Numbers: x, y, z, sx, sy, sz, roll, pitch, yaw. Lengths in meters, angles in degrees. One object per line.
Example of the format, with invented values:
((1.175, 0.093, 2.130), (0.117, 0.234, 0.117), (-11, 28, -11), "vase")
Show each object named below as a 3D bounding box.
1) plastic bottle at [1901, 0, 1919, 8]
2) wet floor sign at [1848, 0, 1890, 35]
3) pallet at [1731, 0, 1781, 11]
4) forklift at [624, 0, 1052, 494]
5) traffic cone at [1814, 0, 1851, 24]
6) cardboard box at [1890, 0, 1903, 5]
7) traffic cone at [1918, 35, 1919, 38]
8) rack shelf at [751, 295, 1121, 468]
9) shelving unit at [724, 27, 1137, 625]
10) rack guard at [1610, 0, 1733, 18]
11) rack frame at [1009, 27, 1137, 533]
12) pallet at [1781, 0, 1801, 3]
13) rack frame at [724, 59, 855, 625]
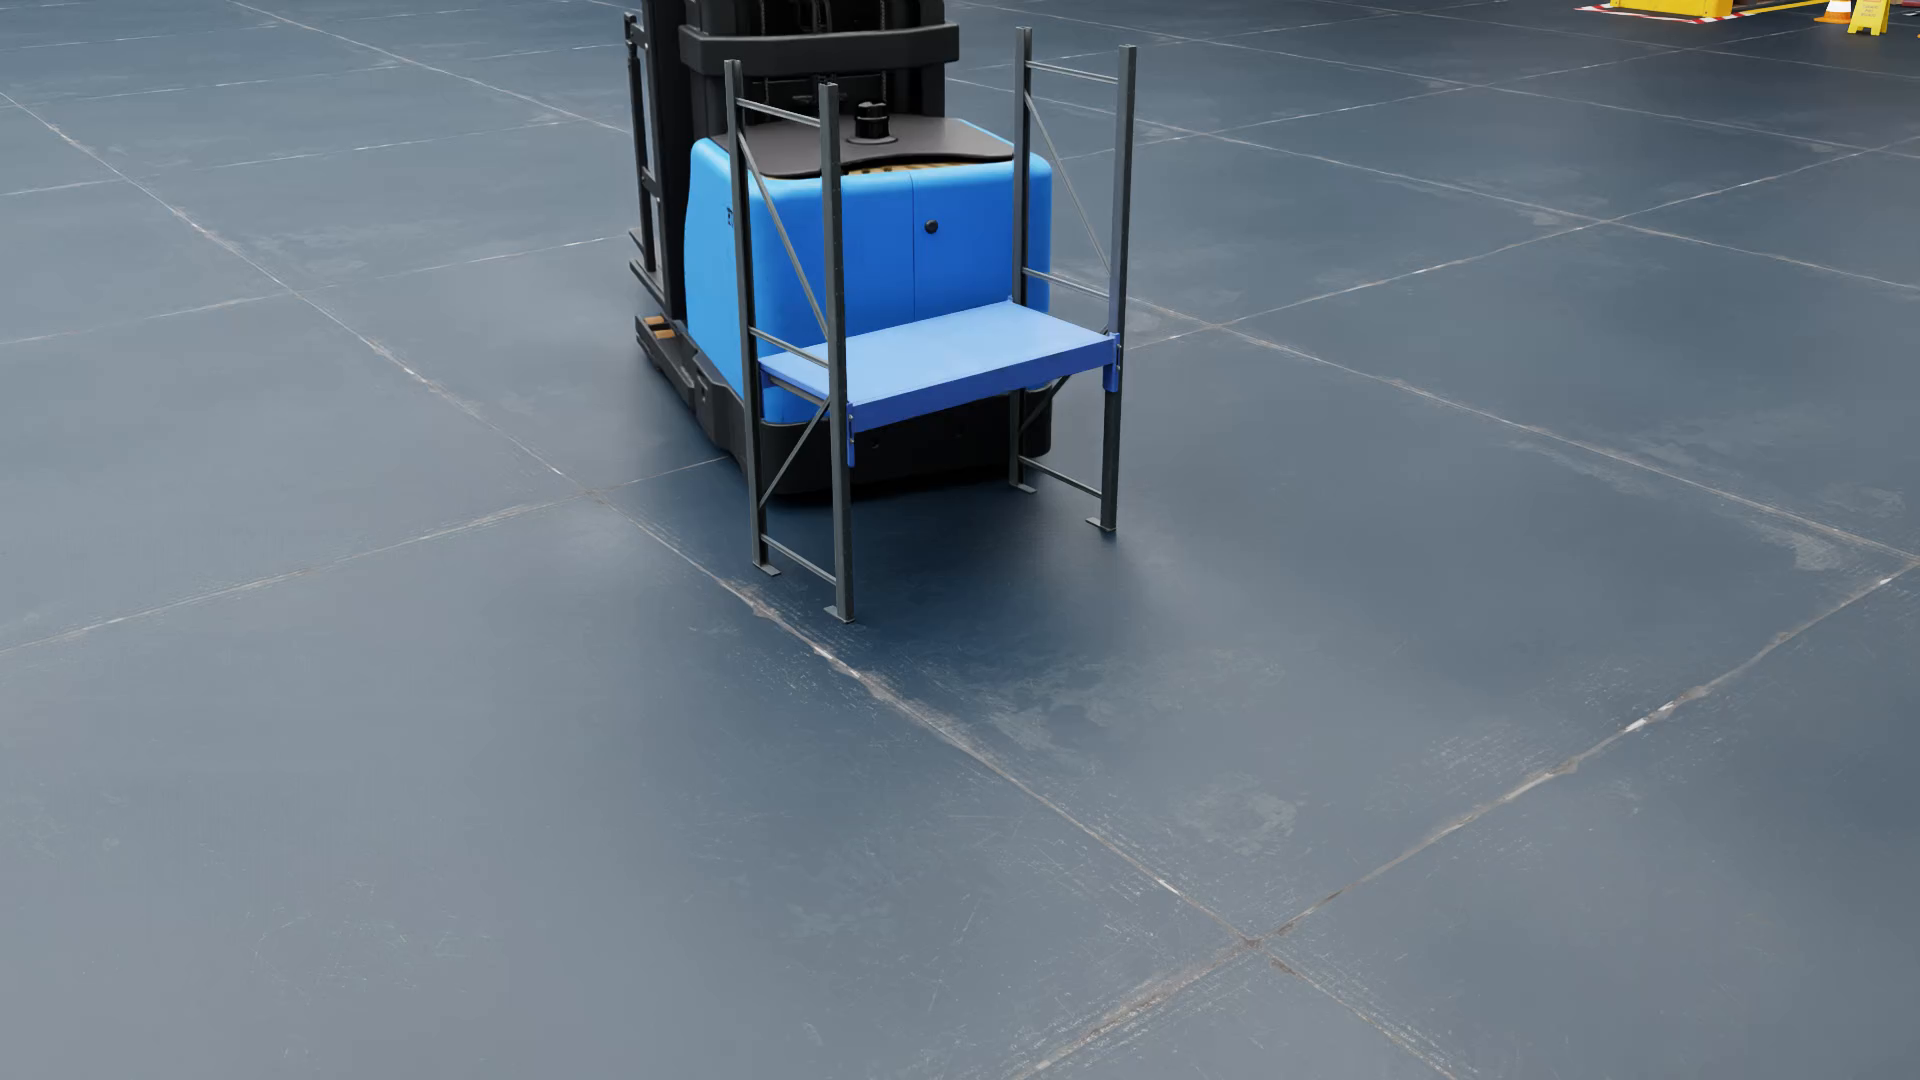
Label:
((9.764, -5.463, 16.950), (0.283, 0.061, 0.133), (15, 29, 29), "plastic bottle")
((8.354, -4.965, 15.182), (0.267, 0.644, 0.232), (21, 32, 37), "wet floor sign")
((7.735, -5.665, 17.206), (1.213, 0.211, 1.003), (-18, 31, -34), "pallet")
((-0.699, -2.072, 6.233), (1.130, 2.935, 3.031), (-9, 27, -20), "forklift")
((8.449, -5.213, 15.933), (0.334, 0.463, 0.336), (-18, 31, -34), "traffic cone")
((9.714, -5.860, 17.279), (0.500, 0.500, 0.500), (-13, 28, -25), "cardboard box")
((8.878, -4.751, 14.936), (0.334, 0.463, 0.336), (-18, 31, -34), "traffic cone")
((-0.067, -0.495, 4.962), (1.000, 0.185, 0.538), (-18, 31, -34), "rack shelf")
((-0.067, -0.658, 4.887), (1.048, 1.500, 0.538), (-18, 31, -34), "shelving unit")
((7.136, -5.556, 16.628), (0.348, 0.500, 1.175), (-18, 31, -34), "rack guard")
((0.333, -0.790, 5.171), (0.032, 1.500, 0.500), (-18, 31, -34), "rack frame")
((8.695, -5.980, 17.885), (1.213, 0.211, 1.003), (-18, 31, -34), "pallet")
((-0.467, -0.526, 4.602), (0.032, 1.500, 0.500), (-18, 31, -34), "rack frame")
